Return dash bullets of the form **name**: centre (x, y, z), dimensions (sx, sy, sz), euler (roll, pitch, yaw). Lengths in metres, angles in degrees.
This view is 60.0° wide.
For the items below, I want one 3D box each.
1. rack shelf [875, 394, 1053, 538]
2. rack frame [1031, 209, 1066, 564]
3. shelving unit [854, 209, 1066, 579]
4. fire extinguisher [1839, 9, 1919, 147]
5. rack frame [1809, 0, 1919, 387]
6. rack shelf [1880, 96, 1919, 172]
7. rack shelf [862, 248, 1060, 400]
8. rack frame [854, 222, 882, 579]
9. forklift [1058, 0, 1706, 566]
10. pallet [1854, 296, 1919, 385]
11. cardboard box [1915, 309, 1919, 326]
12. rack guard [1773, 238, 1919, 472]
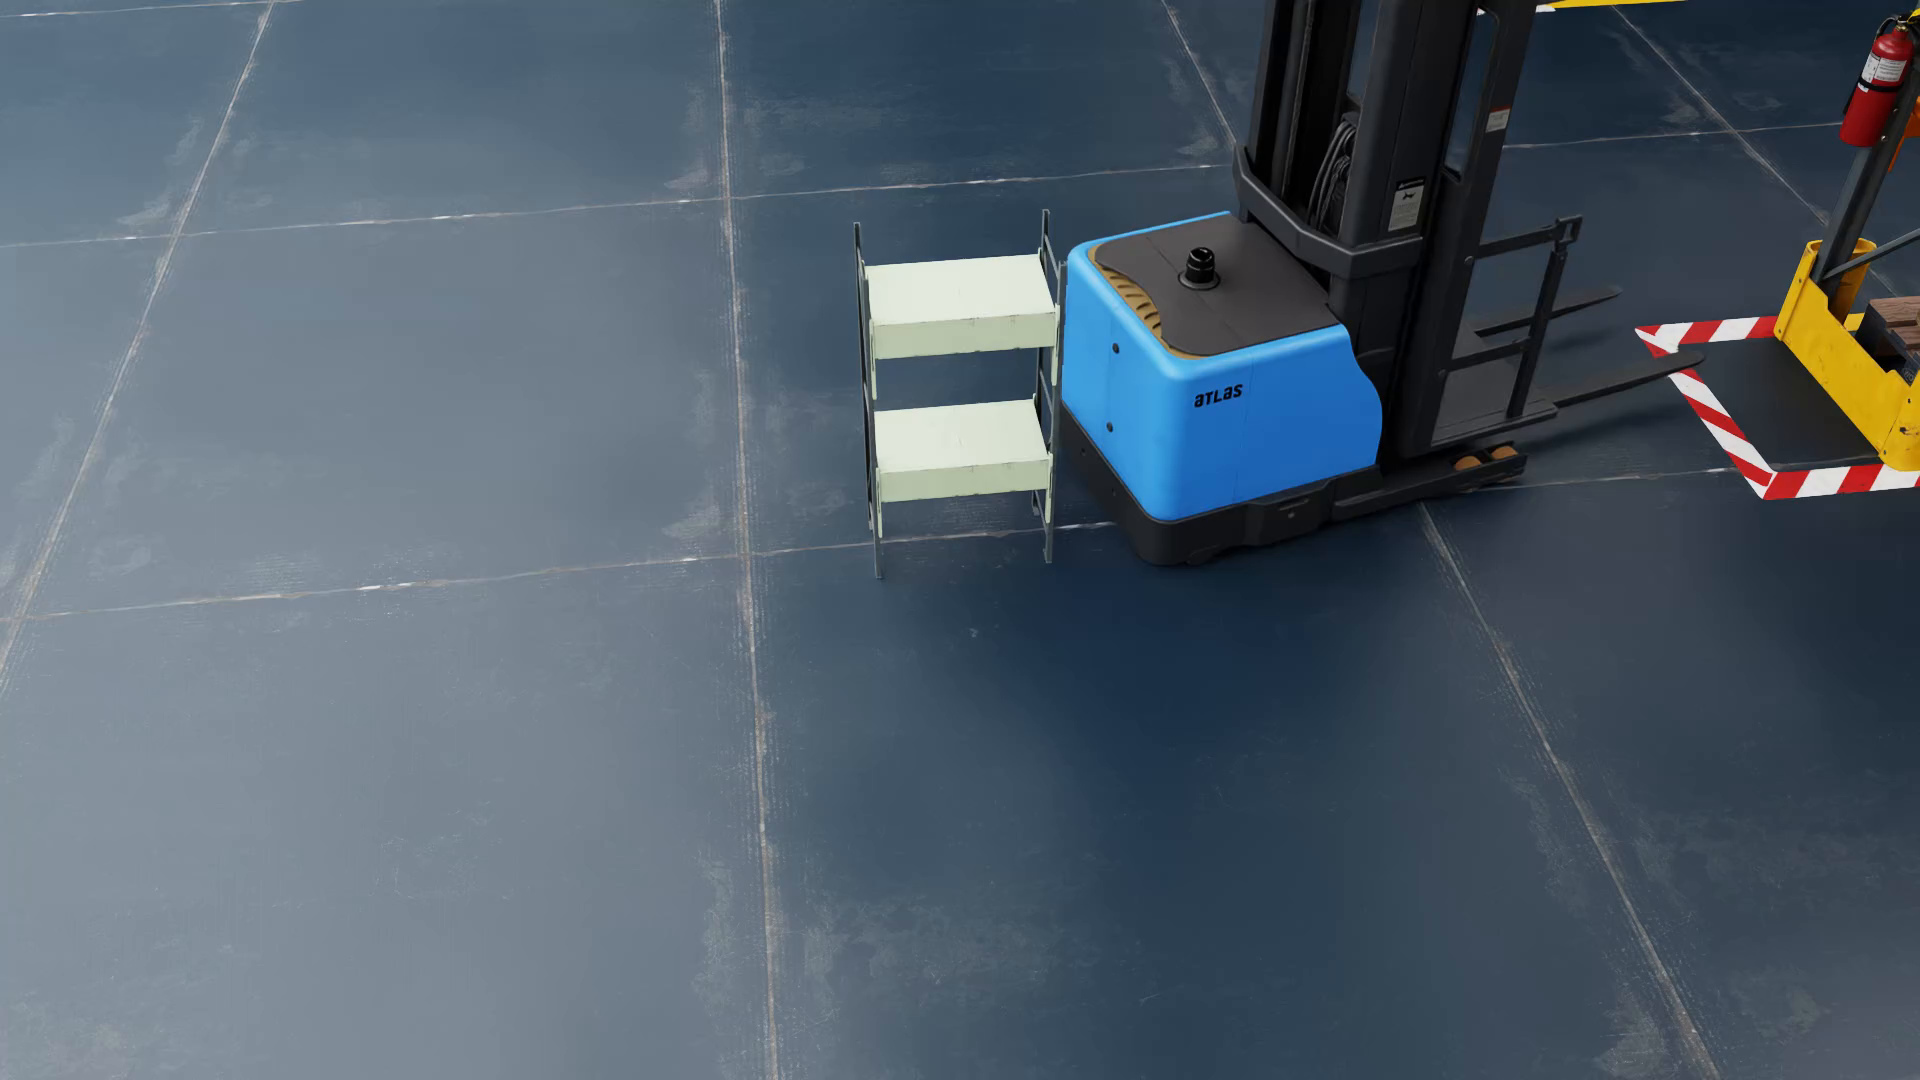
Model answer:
- **rack shelf**: centre (-0.007, -0.314, 6.965), dimensions (0.720, 0.370, 0.431), euler (-5, 42, -6)
- **rack frame**: centre (0.356, -0.588, 6.782), dimensions (0.023, 1.500, 0.400), euler (-5, 42, -6)
- **shelving unit**: centre (-0.007, -0.556, 6.747), dimensions (0.755, 1.500, 0.431), euler (-5, 42, -6)
- **fire extinguisher**: centre (4.106, -2.085, 7.380), dimensions (0.183, 0.674, 0.296), euler (-5, 42, -6)
- **rack frame**: centre (4.279, -1.817, 7.025), dimensions (0.127, 3.000, 1.000), euler (-5, 42, -6)
- **rack shelf**: centre (6.262, -1.724, 7.459), dimensions (4.000, 0.370, 1.077), euler (-5, 42, -6)
- **rack shelf**: centre (-0.007, -0.846, 6.486), dimensions (0.720, 0.370, 0.431), euler (-5, 42, -6)
- **rack frame**: centre (-0.370, -0.525, 6.712), dimensions (0.023, 1.500, 0.400), euler (-5, 42, -6)
- **forklift**: centre (2.009, -1.612, 6.848), dimensions (3.031, 2.935, 1.130), euler (-15, 44, -16)
- **pallet**: centre (5.164, -0.836, 8.019), dimensions (1.213, 0.211, 1.003), euler (-5, 42, -6)
- **cardboard box**: centre (4.900, -1.088, 7.770), dimensions (0.500, 0.500, 0.500), euler (2, 42, 2)
- **rack guard**: centre (4.354, -0.896, 7.870), dimensions (0.348, 0.500, 1.175), euler (-5, 42, -6)
